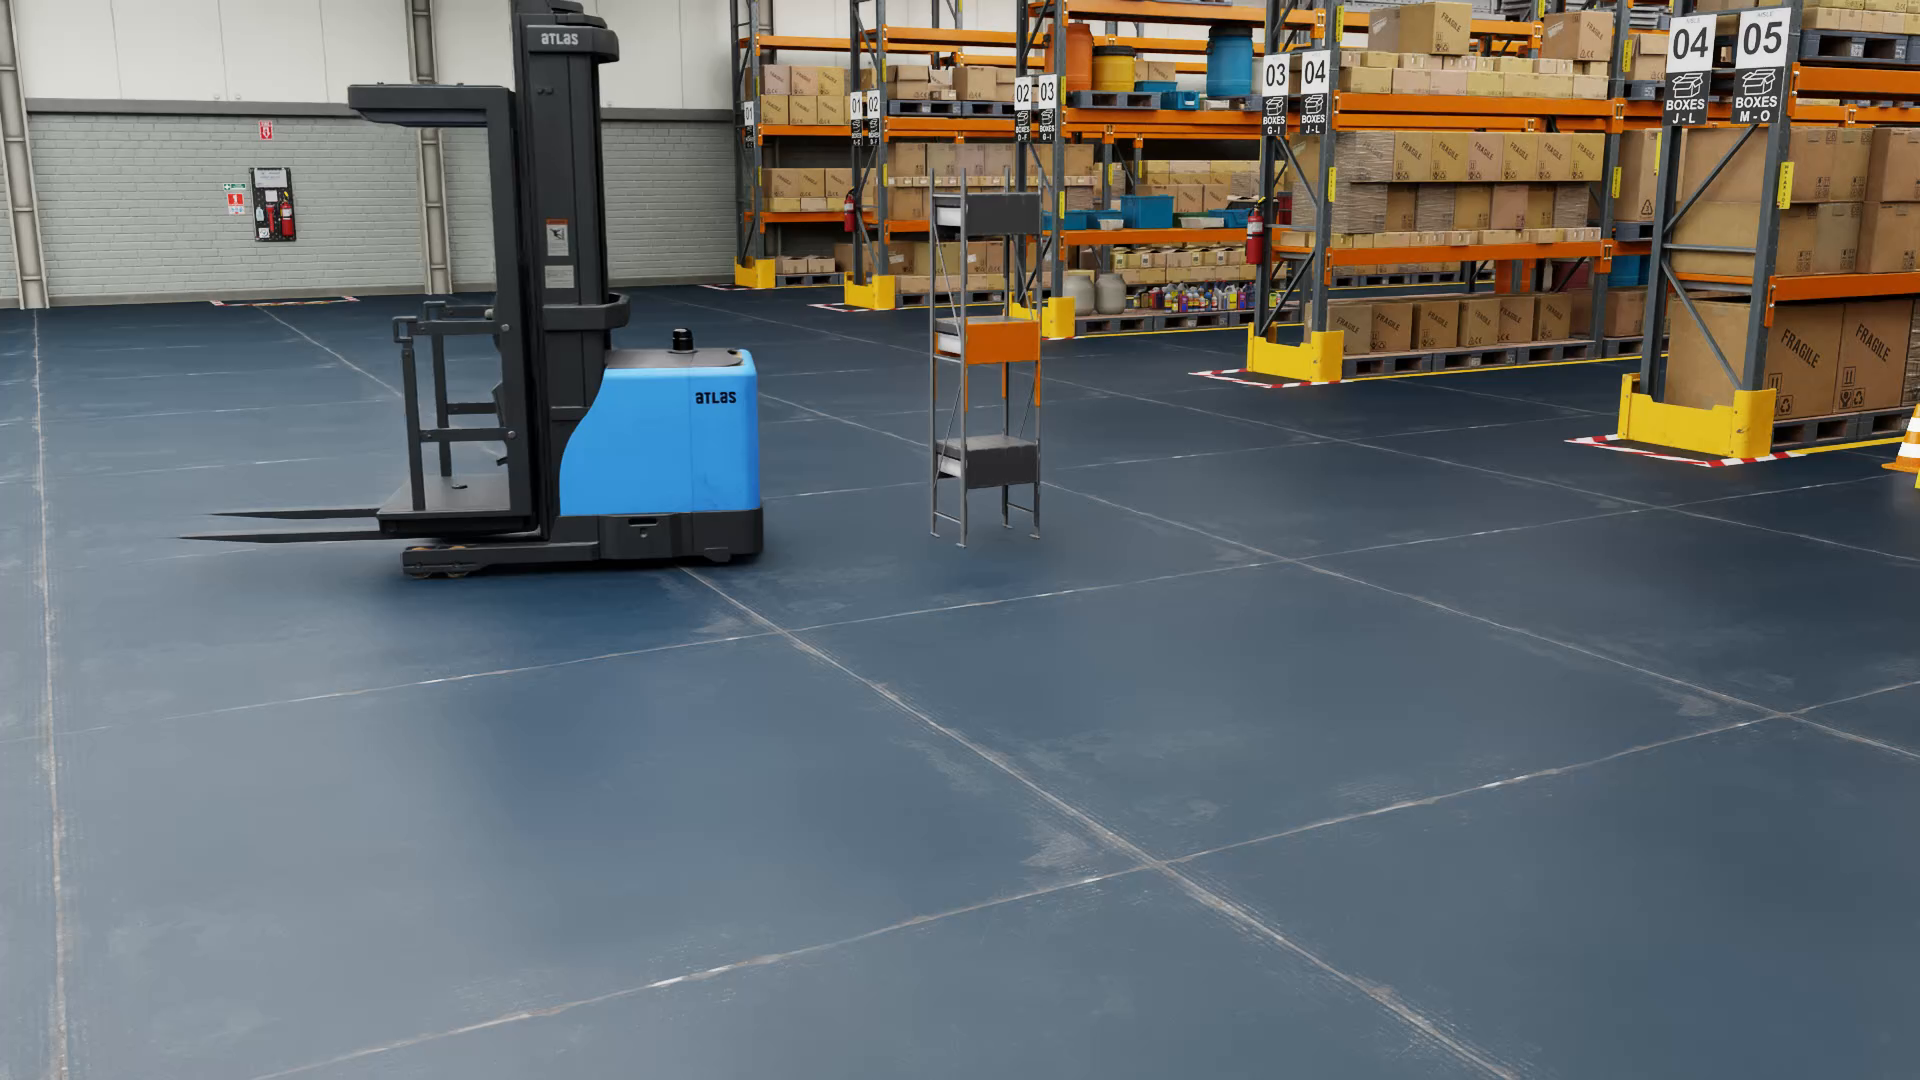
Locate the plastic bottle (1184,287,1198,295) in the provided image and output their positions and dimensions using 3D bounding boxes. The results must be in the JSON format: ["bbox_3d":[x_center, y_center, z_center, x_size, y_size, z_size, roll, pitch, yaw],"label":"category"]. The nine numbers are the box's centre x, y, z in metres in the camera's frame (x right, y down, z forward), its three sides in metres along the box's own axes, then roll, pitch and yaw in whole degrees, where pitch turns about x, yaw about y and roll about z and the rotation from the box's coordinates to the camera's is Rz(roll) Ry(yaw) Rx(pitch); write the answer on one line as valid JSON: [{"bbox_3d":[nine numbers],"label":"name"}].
[{"bbox_3d":[3.156,-3.322,22.741,0.135,0.276,0.152,-7,14,-28],"label":"plastic bottle"}]

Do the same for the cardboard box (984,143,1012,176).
[{"bbox_3d":[0.431,-5.962,26.088,0.500,0.500,0.700,-7,14,-28],"label":"cardboard box"}]

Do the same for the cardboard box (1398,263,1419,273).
[{"bbox_3d":[7.987,-5.113,30.190,0.500,0.500,0.500,-7,14,-27],"label":"cardboard box"}]

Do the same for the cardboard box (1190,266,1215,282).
[{"bbox_3d":[3.961,-4.507,28.109,0.500,0.250,0.500,-7,14,-27],"label":"cardboard box"}]

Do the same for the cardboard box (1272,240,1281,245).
[{"bbox_3d":[6.276,-6.345,34.912,0.750,0.750,0.750,-7,14,-27],"label":"cardboard box"}]

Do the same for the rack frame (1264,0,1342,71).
[{"bbox_3d":[3.371,-6.083,16.145,0.127,3.000,1.000,-7,14,-28],"label":"rack frame"}]

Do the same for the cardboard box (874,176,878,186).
[{"bbox_3d":[-1.128,-5.508,25.548,0.250,0.149,0.380,-7,15,-29],"label":"cardboard box"}]

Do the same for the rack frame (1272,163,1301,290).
[{"bbox_3d":[5.650,-5.908,29.028,0.127,3.000,1.000,-7,14,-28],"label":"rack frame"}]

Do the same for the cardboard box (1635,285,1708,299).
[{"bbox_3d":[8.350,-2.738,19.637,0.500,0.500,0.700,-8,15,-33],"label":"cardboard box"}]

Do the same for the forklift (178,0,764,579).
[{"bbox_3d":[-2.631,-1.351,8.936,3.031,2.935,1.130,-2,13,-9],"label":"forklift"}]

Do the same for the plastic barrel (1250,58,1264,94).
[{"bbox_3d":[4.037,-6.247,22.494,0.421,0.512,0.421,0,13,0],"label":"plastic barrel"}]

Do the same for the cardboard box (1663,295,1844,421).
[{"bbox_3d":[6.223,-1.442,13.069,0.875,0.875,0.875,-7,14,-28],"label":"cardboard box"}]

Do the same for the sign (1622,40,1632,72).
[{"bbox_3d":[7.149,-5.189,17.826,0.005,0.325,0.100,-7,14,-28],"label":"sign"}]

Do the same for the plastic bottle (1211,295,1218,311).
[{"bbox_3d":[3.395,-3.170,22.234,0.097,0.201,0.097,0,13,0],"label":"plastic bottle"}]

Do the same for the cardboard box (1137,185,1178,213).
[{"bbox_3d":[3.283,-5.669,27.738,0.500,0.500,0.500,-6,14,-24],"label":"cardboard box"}]

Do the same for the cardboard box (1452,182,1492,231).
[{"bbox_3d":[5.153,-3.573,17.750,0.500,0.500,0.875,-7,14,-28],"label":"cardboard box"}]

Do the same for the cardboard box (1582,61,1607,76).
[{"bbox_3d":[6.735,-5.072,17.917,0.250,0.149,0.380,-6,14,-26],"label":"cardboard box"}]

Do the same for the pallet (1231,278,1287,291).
[{"bbox_3d":[4.909,-4.468,28.982,1.213,0.211,1.003,-7,14,-28],"label":"pallet"}]

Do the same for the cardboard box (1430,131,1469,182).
[{"bbox_3d":[4.865,-3.948,17.136,0.500,0.500,0.500,-7,14,-28],"label":"cardboard box"}]

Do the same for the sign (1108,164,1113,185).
[{"bbox_3d":[2.406,-5.841,26.579,0.005,0.325,0.100,-7,14,-28],"label":"sign"}]

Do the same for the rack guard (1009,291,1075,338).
[{"bbox_3d":[1.042,-2.909,21.395,0.348,0.500,1.175,-7,14,-28],"label":"rack guard"}]

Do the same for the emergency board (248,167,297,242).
[{"bbox_3d":[-11.003,-5.377,26.669,0.643,1.169,0.194,-7,14,-28],"label":"emergency board"}]

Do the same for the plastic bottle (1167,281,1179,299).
[{"bbox_3d":[2.900,-3.365,22.761,0.185,0.351,0.144,-6,14,-26],"label":"plastic bottle"}]

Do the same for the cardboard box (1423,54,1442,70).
[{"bbox_3d":[4.649,-4.824,16.816,0.250,0.149,0.380,-7,14,-28],"label":"cardboard box"}]

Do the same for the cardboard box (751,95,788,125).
[{"bbox_3d":[-3.336,-7.529,29.128,0.500,0.500,0.500,-6,14,-26],"label":"cardboard box"}]

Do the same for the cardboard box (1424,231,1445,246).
[{"bbox_3d":[4.830,-3.151,17.350,0.250,0.149,0.380,-7,14,-28],"label":"cardboard box"}]

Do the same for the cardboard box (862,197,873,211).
[{"bbox_3d":[-1.825,-6.110,30.221,0.500,0.250,0.500,-7,14,-27],"label":"cardboard box"}]

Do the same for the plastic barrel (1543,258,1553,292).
[{"bbox_3d":[8.894,-4.075,25.595,0.421,0.512,0.421,0,13,0],"label":"plastic barrel"}]

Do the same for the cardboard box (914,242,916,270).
[{"bbox_3d":[-1.130,-5.319,31.105,0.500,0.500,0.500,-8,15,-32],"label":"cardboard box"}]

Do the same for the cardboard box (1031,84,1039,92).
[{"bbox_3d":[1.097,-7.121,26.515,0.500,0.311,0.500,-8,15,-31],"label":"cardboard box"}]

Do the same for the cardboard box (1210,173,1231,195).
[{"bbox_3d":[5.176,-7.229,33.948,0.500,0.500,0.500,-6,14,-26],"label":"cardboard box"}]

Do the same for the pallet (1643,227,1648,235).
[{"bbox_3d":[8.675,-3.688,19.604,1.213,0.211,1.003,-7,14,-28],"label":"pallet"}]

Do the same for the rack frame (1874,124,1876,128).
[{"bbox_3d":[15.042,-5.794,28.524,0.127,3.000,1.000,-7,14,-28],"label":"rack frame"}]

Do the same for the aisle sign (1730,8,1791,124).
[{"bbox_3d":[5.741,-3.393,11.933,0.004,0.787,0.394,-7,14,-28],"label":"aisle sign"}]

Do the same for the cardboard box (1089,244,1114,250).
[{"bbox_3d":[2.666,-5.771,33.113,0.500,0.500,0.700,-7,14,-27],"label":"cardboard box"}]

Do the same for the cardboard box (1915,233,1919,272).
[{"bbox_3d":[7.432,-2.471,13.418,0.500,0.550,0.875,-7,14,-28],"label":"cardboard box"}]

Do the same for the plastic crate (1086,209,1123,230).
[{"bbox_3d":[1.867,-4.216,21.850,0.408,0.251,0.499,-7,14,-28],"label":"plastic crate"}]

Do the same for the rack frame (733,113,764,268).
[{"bbox_3d":[-3.749,-6.020,29.528,0.127,3.000,1.000,-7,14,-28],"label":"rack frame"}]

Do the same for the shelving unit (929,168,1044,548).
[{"bbox_3d":[0.145,-1.042,9.456,0.503,2.100,0.431,-7,14,-28],"label":"shelving unit"}]

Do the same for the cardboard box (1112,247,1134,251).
[{"bbox_3d":[2.811,-4.778,28.035,0.500,0.311,0.500,-6,14,-26],"label":"cardboard box"}]

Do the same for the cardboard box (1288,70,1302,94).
[{"bbox_3d":[3.673,-4.646,16.933,0.500,0.250,0.500,-6,14,-27],"label":"cardboard box"}]

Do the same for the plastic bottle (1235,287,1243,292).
[{"bbox_3d":[3.820,-3.300,22.643,0.135,0.276,0.152,-7,14,-28],"label":"plastic bottle"}]

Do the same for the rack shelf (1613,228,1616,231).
[{"bbox_3d":[9.775,-4.812,25.798,4.000,0.370,1.077,-7,14,-28],"label":"rack shelf"}]

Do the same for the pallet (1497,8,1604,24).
[{"bbox_3d":[8.668,-7.662,24.501,1.003,0.211,1.213,-7,14,-28],"label":"pallet"}]

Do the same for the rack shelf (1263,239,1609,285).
[{"bbox_3d":[5.127,-3.016,17.817,4.000,0.370,1.077,-7,14,-28],"label":"rack shelf"}]

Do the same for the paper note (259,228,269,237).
[{"bbox_3d":[-11.191,-4.942,26.742,0.142,0.148,0.016,-7,14,-28],"label":"paper note"}]

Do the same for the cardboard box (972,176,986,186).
[{"bbox_3d":[0.205,-5.567,25.809,0.250,0.149,0.380,-7,14,-29],"label":"cardboard box"}]

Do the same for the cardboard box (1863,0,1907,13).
[{"bbox_3d":[6.651,-4.034,12.350,0.500,0.250,0.500,-7,14,-29],"label":"cardboard box"}]

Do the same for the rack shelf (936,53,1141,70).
[{"bbox_3d":[1.518,-9.032,31.797,4.000,0.370,1.077,-7,14,-28],"label":"rack shelf"}]

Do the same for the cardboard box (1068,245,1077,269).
[{"bbox_3d":[1.582,-4.728,27.383,0.500,0.500,0.500,-7,14,-28],"label":"cardboard box"}]

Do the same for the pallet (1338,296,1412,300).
[{"bbox_3d":[6.252,-3.391,24.195,1.213,0.211,1.003,-7,14,-28],"label":"pallet"}]

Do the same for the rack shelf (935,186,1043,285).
[{"bbox_3d":[0.145,-1.711,9.305,0.480,0.518,0.431,-7,14,-28],"label":"rack shelf"}]

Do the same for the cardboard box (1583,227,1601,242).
[{"bbox_3d":[6.834,-3.376,18.348,0.250,0.149,0.380,-7,14,-28],"label":"cardboard box"}]

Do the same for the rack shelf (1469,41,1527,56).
[{"bbox_3d":[10.916,-9.113,31.253,4.000,0.370,1.077,-7,14,-28],"label":"rack shelf"}]

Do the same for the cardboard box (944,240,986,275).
[{"bbox_3d":[0.076,-4.417,26.002,0.500,0.500,0.500,-7,14,-28],"label":"cardboard box"}]
